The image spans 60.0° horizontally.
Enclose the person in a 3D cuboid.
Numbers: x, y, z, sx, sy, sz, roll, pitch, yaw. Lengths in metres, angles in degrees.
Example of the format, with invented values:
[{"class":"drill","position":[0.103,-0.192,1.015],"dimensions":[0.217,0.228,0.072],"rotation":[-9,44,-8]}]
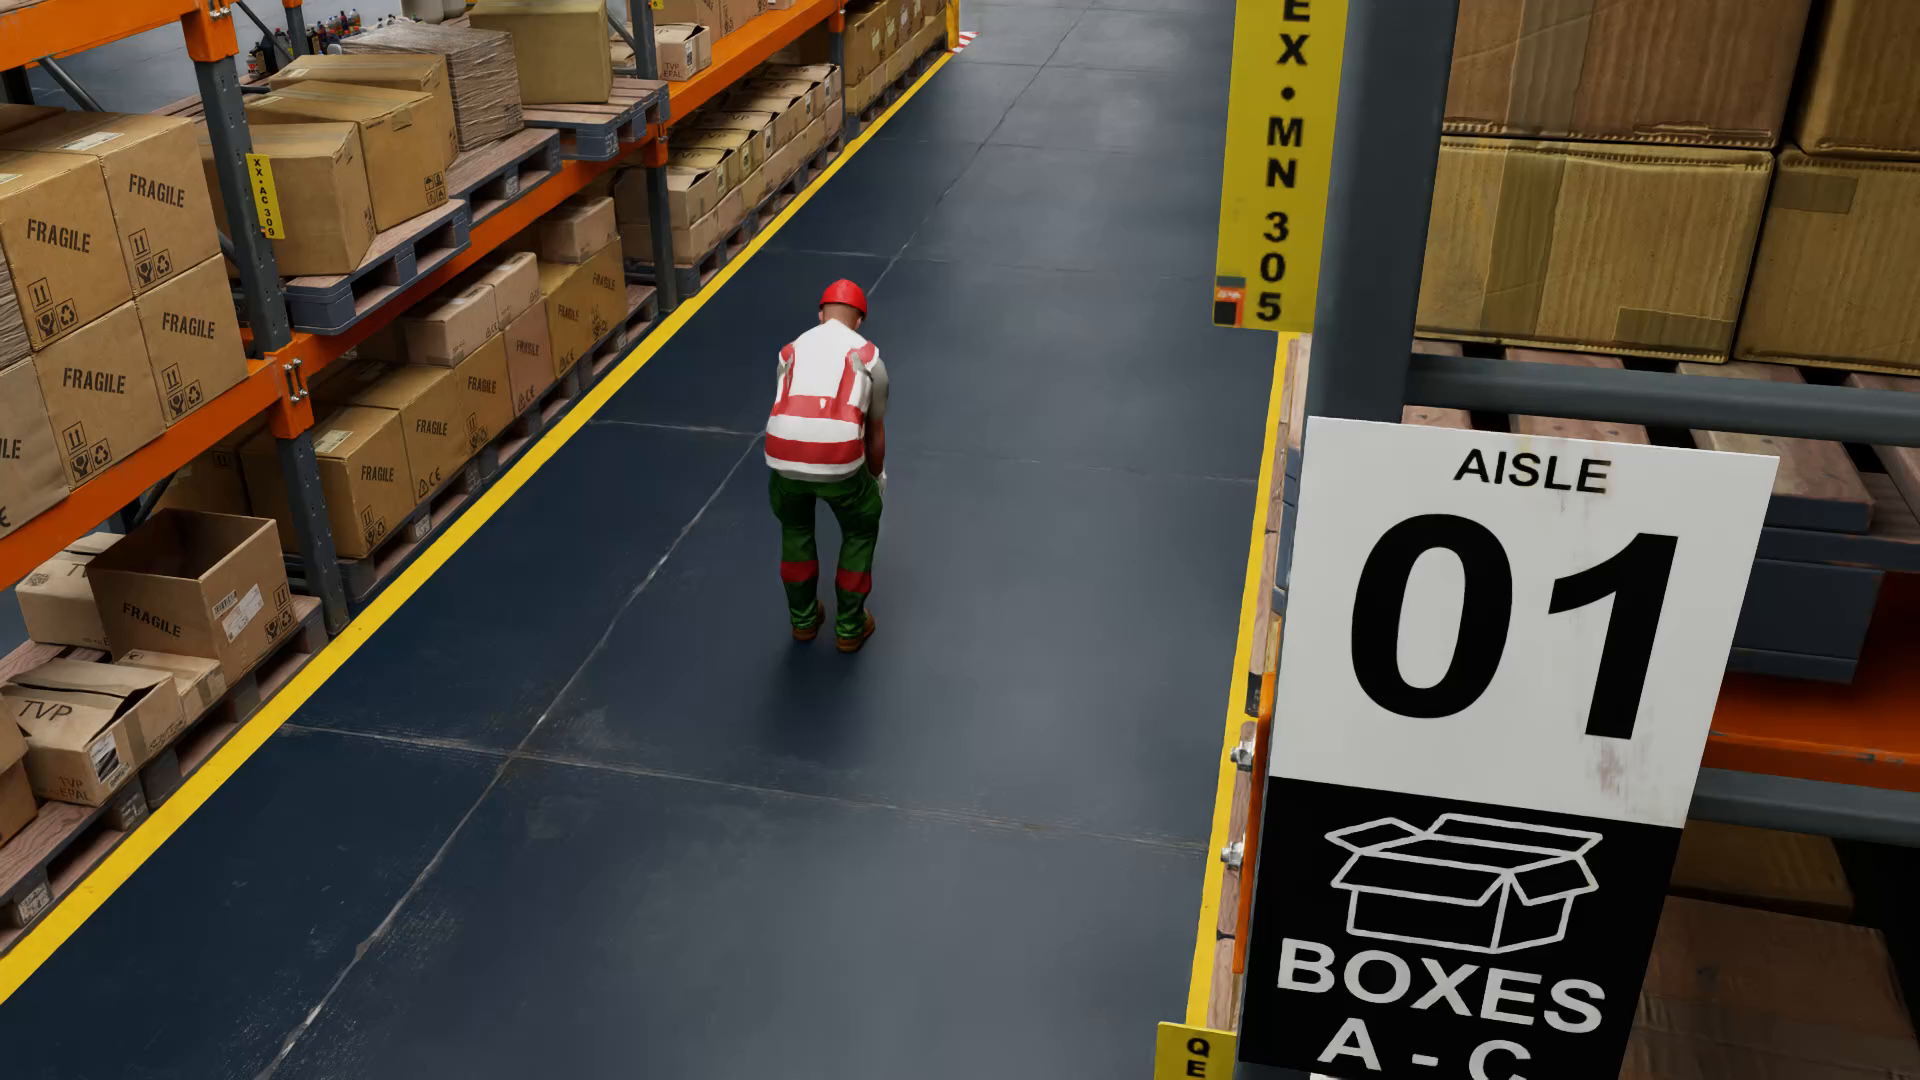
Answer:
[{"class":"person","position":[-0.538,-0.312,7.041],"dimensions":[0.489,1.434,0.872],"rotation":[5,29,9]}]
